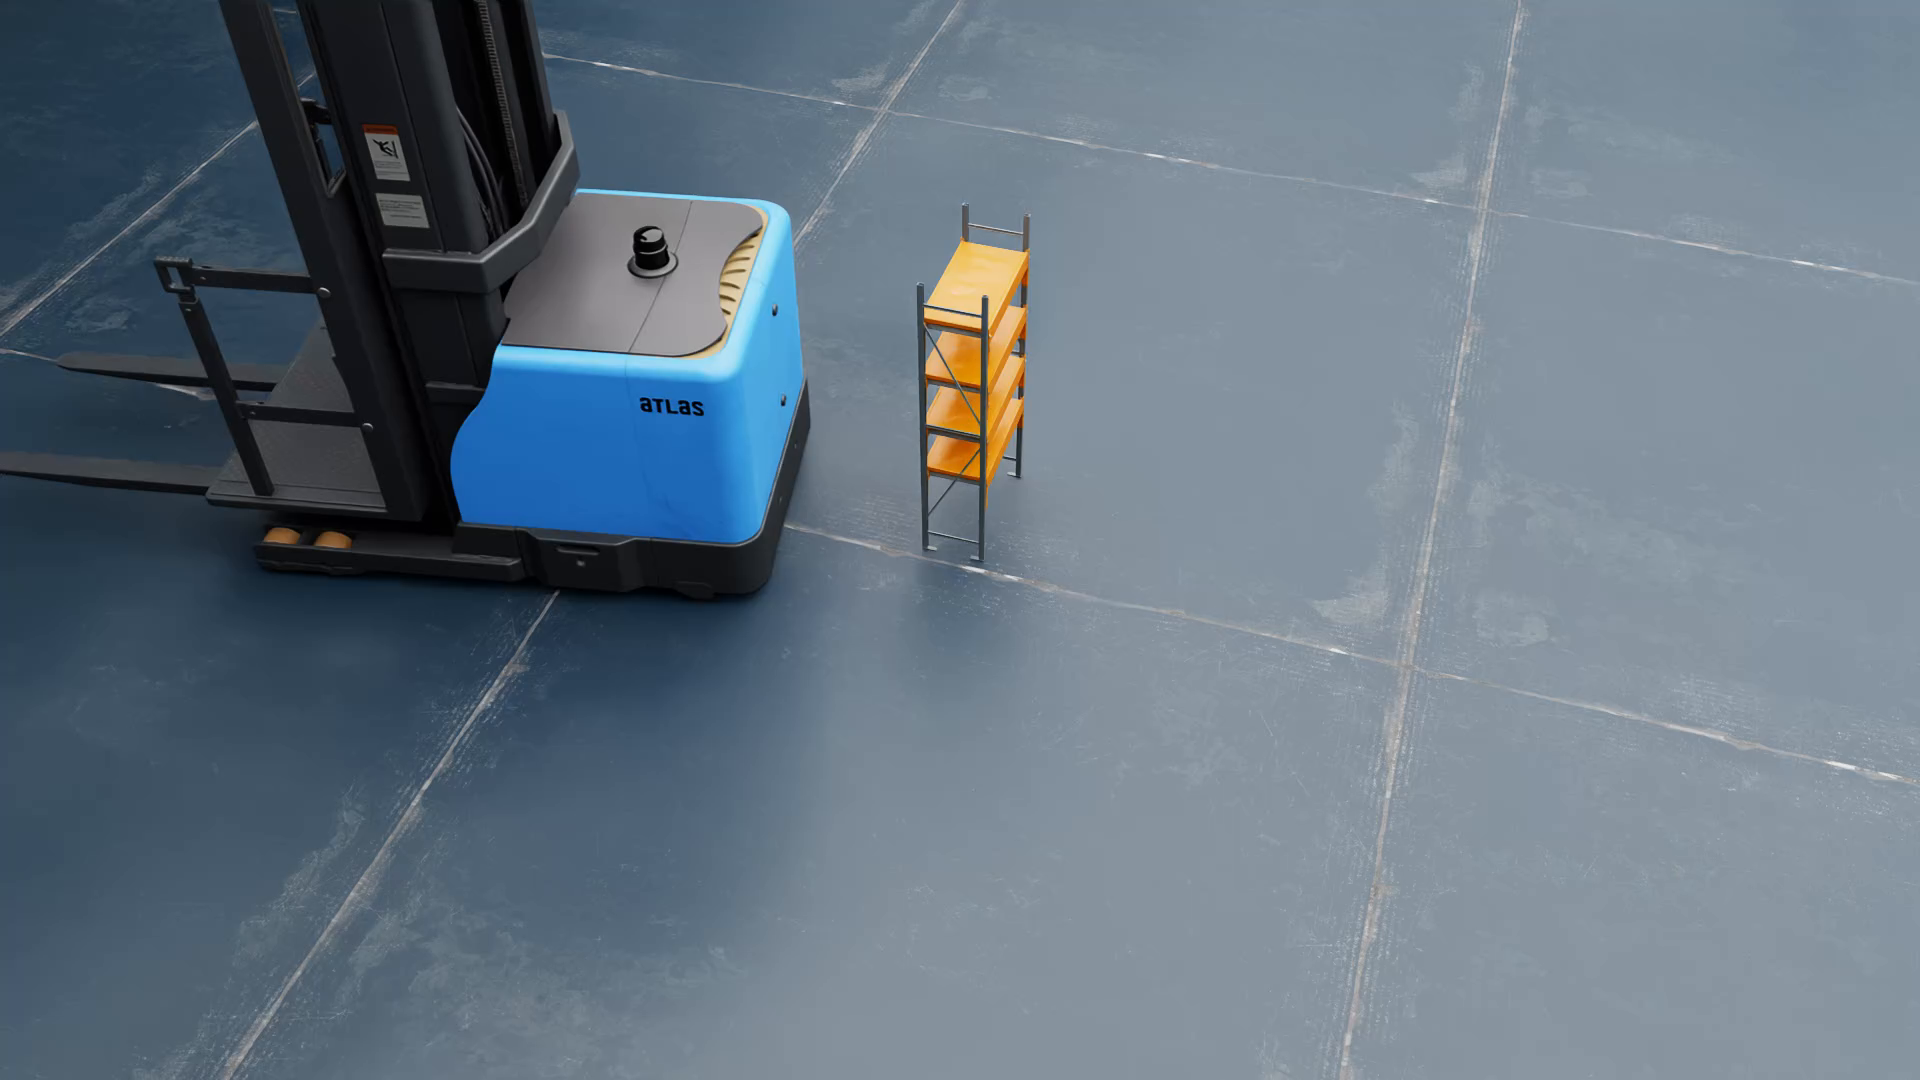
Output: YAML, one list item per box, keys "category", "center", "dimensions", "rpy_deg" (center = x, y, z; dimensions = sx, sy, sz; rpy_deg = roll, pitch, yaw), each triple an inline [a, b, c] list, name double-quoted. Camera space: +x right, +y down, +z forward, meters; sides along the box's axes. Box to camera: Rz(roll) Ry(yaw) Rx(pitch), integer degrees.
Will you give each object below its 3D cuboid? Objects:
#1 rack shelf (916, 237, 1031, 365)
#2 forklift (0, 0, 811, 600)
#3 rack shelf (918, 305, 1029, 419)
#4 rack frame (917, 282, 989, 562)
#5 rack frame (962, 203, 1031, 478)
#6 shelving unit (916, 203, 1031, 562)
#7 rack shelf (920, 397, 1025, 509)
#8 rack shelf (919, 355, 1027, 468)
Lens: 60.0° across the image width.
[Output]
- category: "rack shelf"
  center: [0.050, -0.820, 5.668]
  dimensions: [0.258, 0.148, 0.480]
  rpy_deg: [13, 46, 13]
- category: "forklift"
  center: [-2.147, -1.280, 5.462]
  dimensions: [3.031, 2.935, 1.130]
  rpy_deg: [5, 45, 5]
- category: "rack shelf"
  center: [0.050, -0.651, 5.834]
  dimensions: [0.258, 0.148, 0.480]
  rpy_deg: [13, 46, 13]
- category: "rack frame"
  center: [-0.024, -0.377, 5.777]
  dimensions: [0.240, 1.200, 0.015]
  rpy_deg: [13, 46, 13]
- category: "rack frame"
  center: [0.124, -0.702, 6.109]
  dimensions: [0.240, 1.200, 0.015]
  rpy_deg: [13, 46, 13]
- category: "shelving unit"
  center: [0.050, -0.539, 5.943]
  dimensions: [0.258, 1.200, 0.503]
  rpy_deg: [13, 46, 13]
- category: "rack shelf"
  center: [0.050, -0.349, 6.129]
  dimensions: [0.258, 0.148, 0.480]
  rpy_deg: [13, 46, 13]
- category: "rack shelf"
  center: [0.050, -0.491, 5.990]
  dimensions: [0.258, 0.148, 0.480]
  rpy_deg: [13, 46, 13]
